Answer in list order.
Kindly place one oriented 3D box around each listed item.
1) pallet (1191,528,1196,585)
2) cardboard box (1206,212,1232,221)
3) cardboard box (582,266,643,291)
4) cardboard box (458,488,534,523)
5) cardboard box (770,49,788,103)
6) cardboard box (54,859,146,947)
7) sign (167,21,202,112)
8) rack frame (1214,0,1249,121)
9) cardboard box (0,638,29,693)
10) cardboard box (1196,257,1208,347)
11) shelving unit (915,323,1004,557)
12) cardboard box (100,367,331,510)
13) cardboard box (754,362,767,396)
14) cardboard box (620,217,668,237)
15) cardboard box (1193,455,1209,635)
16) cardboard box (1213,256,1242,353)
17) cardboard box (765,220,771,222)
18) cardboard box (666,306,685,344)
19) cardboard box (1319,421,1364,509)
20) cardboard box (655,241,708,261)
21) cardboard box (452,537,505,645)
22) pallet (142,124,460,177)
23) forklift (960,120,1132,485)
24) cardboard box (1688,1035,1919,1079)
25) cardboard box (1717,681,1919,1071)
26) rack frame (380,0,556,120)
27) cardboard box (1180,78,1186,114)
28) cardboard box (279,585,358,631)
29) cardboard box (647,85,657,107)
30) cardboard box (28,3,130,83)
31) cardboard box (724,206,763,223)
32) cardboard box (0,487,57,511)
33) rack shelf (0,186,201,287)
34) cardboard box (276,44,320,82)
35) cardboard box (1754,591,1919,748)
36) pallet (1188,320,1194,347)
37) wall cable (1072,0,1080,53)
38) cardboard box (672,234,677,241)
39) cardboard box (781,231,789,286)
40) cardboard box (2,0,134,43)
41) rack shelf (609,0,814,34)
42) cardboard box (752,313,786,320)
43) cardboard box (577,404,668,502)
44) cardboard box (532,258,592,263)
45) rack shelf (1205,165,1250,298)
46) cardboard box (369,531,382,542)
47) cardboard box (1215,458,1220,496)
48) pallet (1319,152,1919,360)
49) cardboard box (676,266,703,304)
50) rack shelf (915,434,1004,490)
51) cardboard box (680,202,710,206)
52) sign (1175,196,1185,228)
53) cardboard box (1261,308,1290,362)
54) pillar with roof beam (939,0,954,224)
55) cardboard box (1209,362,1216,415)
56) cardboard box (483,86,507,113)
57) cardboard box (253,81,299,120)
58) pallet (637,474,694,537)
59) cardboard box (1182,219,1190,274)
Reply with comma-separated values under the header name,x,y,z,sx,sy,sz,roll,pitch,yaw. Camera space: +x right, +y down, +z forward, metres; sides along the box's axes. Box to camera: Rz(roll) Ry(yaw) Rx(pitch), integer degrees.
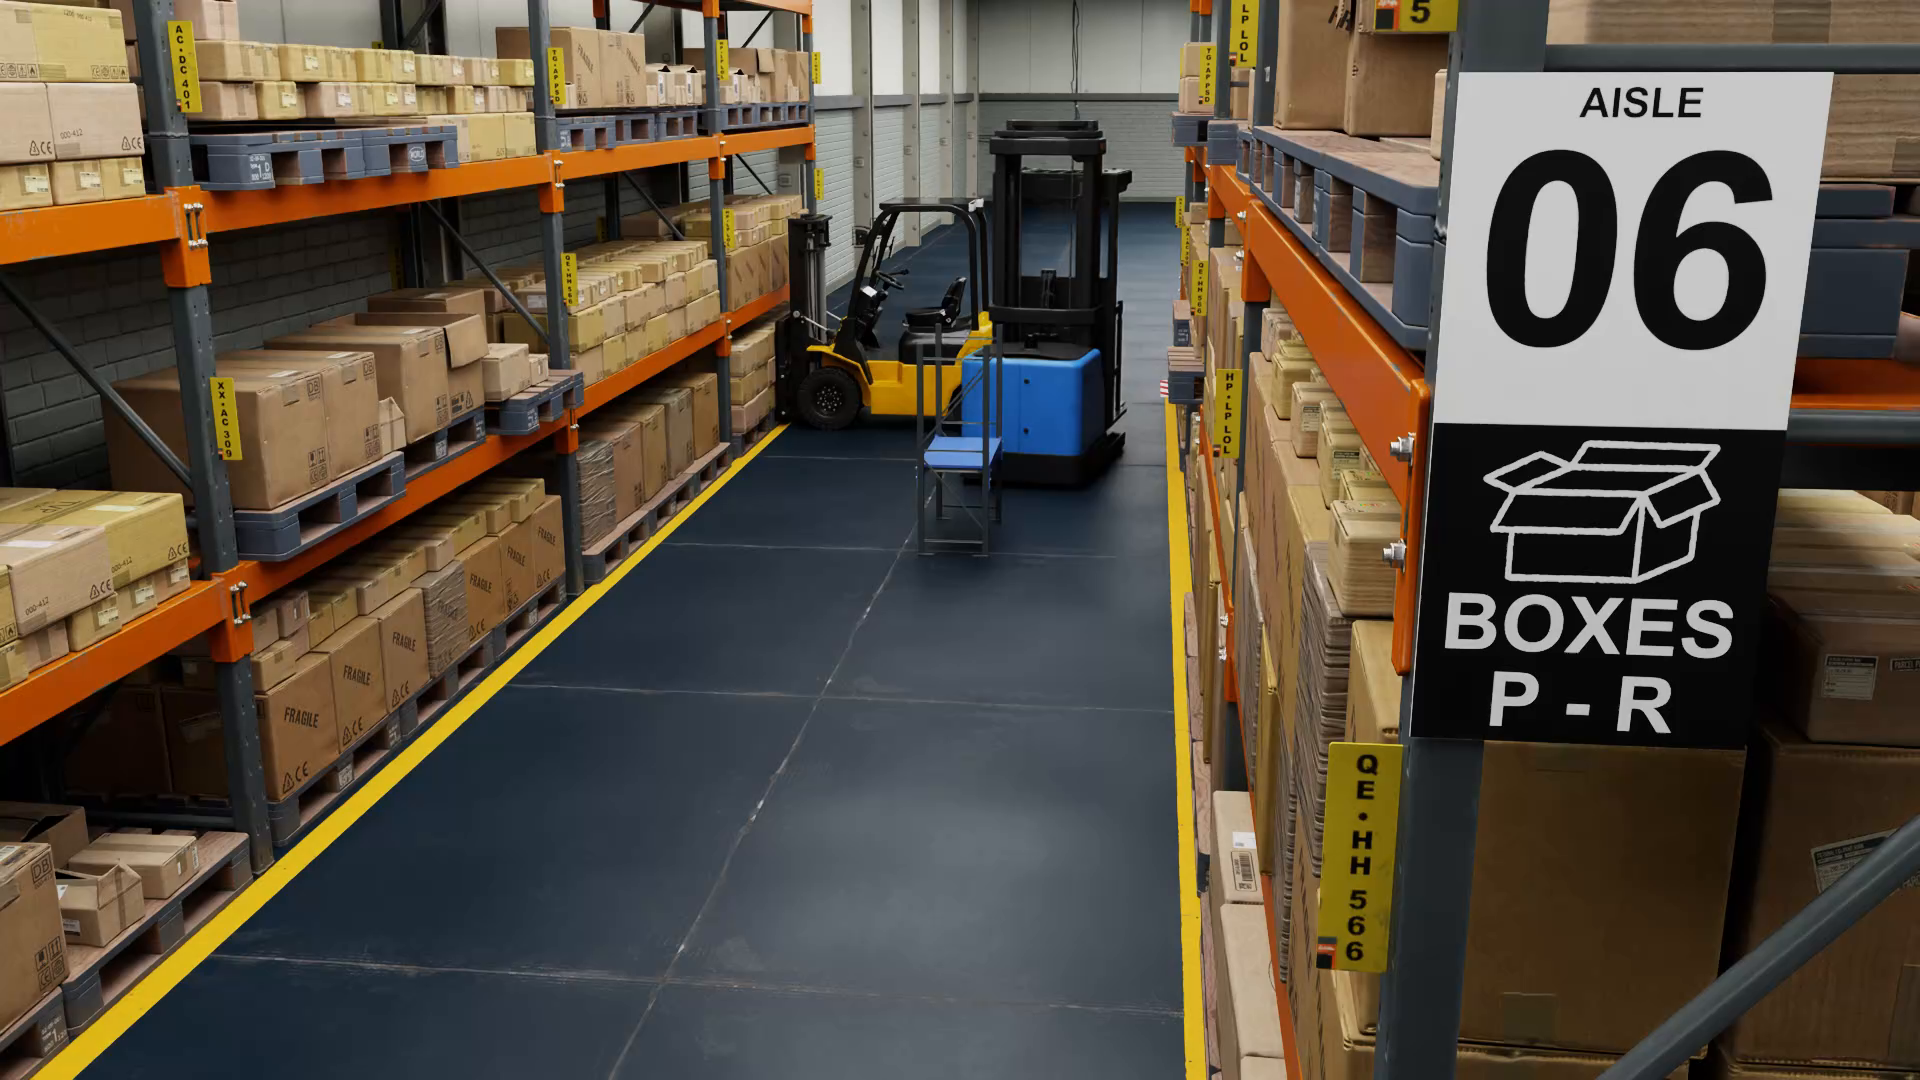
name,x,y,z,sx,sy,sz,roll,pitch,yaw
pallet,2.058,0.182,11.085,1.003,0.211,1.213,2,15,6
cardboard box,1.995,-2.310,12.151,0.380,0.149,0.250,3,15,9
cardboard box,-2.500,-1.877,11.924,0.380,0.149,0.250,2,15,7
cardboard box,-2.768,-0.209,9.929,0.380,0.149,0.250,1,15,3
cardboard box,-2.084,-4.544,16.287,0.700,0.500,0.500,2,15,7
cardboard box,-3.227,1.294,6.065,0.396,0.266,0.258,2,15,8
sign,-2.876,-1.753,6.161,0.100,0.325,0.005,2,15,6
rack frame,1.968,-3.858,9.188,1.000,3.000,0.127,2,15,6
cardboard box,-3.271,0.413,5.371,0.380,0.149,0.250,1,15,5
cardboard box,1.743,-1.482,10.331,0.500,0.500,0.500,1,15,5
shelving unit,0.010,-0.746,12.048,0.538,1.500,1.048,2,15,6
cardboard box,-3.139,-0.439,7.044,0.700,0.500,0.500,2,15,8
cardboard box,-2.097,-1.508,15.498,0.500,0.250,0.500,2,15,6
cardboard box,-2.777,-2.741,14.548,0.380,0.149,0.250,2,15,6
cardboard box,1.808,0.038,9.540,0.875,0.875,0.875,2,15,6
cardboard box,1.623,-1.243,8.905,0.500,0.500,0.500,2,15,6
cardboard box,-2.060,-3.049,16.258,0.380,0.149,0.250,2,15,6
cardboard box,-2.448,-1.675,12.897,0.500,0.250,0.500,2,15,7
cardboard box,0.996,-0.162,3.666,0.380,0.149,0.250,2,15,8
cardboard box,-2.331,-2.410,13.896,0.380,0.149,0.250,2,15,8
cardboard box,-2.922,0.279,9.370,0.500,0.500,0.500,2,15,9
pallet,-3.158,-1.863,7.918,1.213,0.211,1.003,2,15,6
forklift,0.885,-2.206,14.703,1.130,2.935,3.031,4,16,15
cardboard box,1.405,0.949,2.714,0.500,0.500,0.500,2,15,6
cardboard box,1.403,0.466,2.584,0.500,0.500,0.500,1,15,5
rack frame,-2.964,-4.003,9.725,1.000,3.000,0.127,2,15,6
cardboard box,1.899,-3.306,12.378,0.500,0.250,0.500,1,15,6
cardboard box,-3.121,0.324,7.960,0.380,0.149,0.250,1,15,5
cardboard box,-2.422,-3.228,12.091,0.380,0.149,0.250,2,15,6
cardboard box,-3.233,-1.692,5.685,0.500,0.250,0.500,2,15,6
cardboard box,-2.105,-3.125,15.967,0.380,0.149,0.250,2,15,6
cardboard box,-3.740,-0.020,6.207,0.500,0.250,0.500,2,15,6
rack shelf,-3.641,-0.651,4.456,1.077,0.370,4.000,2,15,6
cardboard box,-2.916,-1.991,6.947,0.380,0.149,0.250,1,15,5
cardboard box,1.381,0.185,2.380,0.380,0.149,0.250,2,15,7
pallet,2.151,-1.384,11.900,1.003,0.211,1.213,2,15,6
wall cable,4.684,-15.289,47.737,3.097,2.526,0.112,2,15,6
cardboard box,-2.738,-2.663,14.828,0.380,0.149,0.250,1,15,5
cardboard box,-1.981,-2.827,16.680,0.500,0.500,0.500,1,15,5
cardboard box,-3.449,-2.072,6.453,0.396,0.266,0.258,1,15,5
rack shelf,-2.287,-5.019,15.627,1.077,0.370,4.000,2,15,6
cardboard box,-1.902,-2.147,16.904,0.500,0.250,0.500,2,15,7
cardboard box,-2.739,-0.669,12.634,0.875,0.625,0.625,1,15,4
cardboard box,-2.984,-2.027,12.476,0.380,0.149,0.250,2,15,7
rack shelf,1.742,-1.544,7.755,1.077,0.370,4.000,2,15,6
cardboard box,-3.442,-0.018,9.224,0.380,0.149,0.250,1,15,5
cardboard box,1.505,-0.372,8.078,0.500,0.250,0.500,2,15,6
pallet,1.139,-0.485,2.631,1.003,0.211,1.213,2,15,6
cardboard box,-2.365,-2.045,13.306,0.500,0.250,0.500,1,15,5
rack shelf,0.010,-0.572,12.095,0.538,0.185,1.000,2,15,6
cardboard box,-2.566,-3.272,16.512,0.380,0.149,0.250,1,15,5
sign,2.332,-3.470,17.591,0.100,0.325,0.005,2,15,6
cardboard box,1.223,-0.694,5.632,0.380,0.149,0.250,1,15,5
pillar with roof beam,3.950,-12.021,39.380,9.100,9.000,0.400,2,15,6
cardboard box,1.538,-0.743,8.494,0.500,0.250,0.500,2,15,6
cardboard box,-2.814,-2.509,9.472,0.380,0.149,0.250,1,15,5
cardboard box,-2.923,-1.779,6.733,0.380,0.149,0.250,2,15,7
pallet,-2.692,-0.289,12.825,1.003,0.211,1.213,2,15,6
cardboard box,2.430,-2.847,16.183,0.500,0.500,0.500,1,15,5
